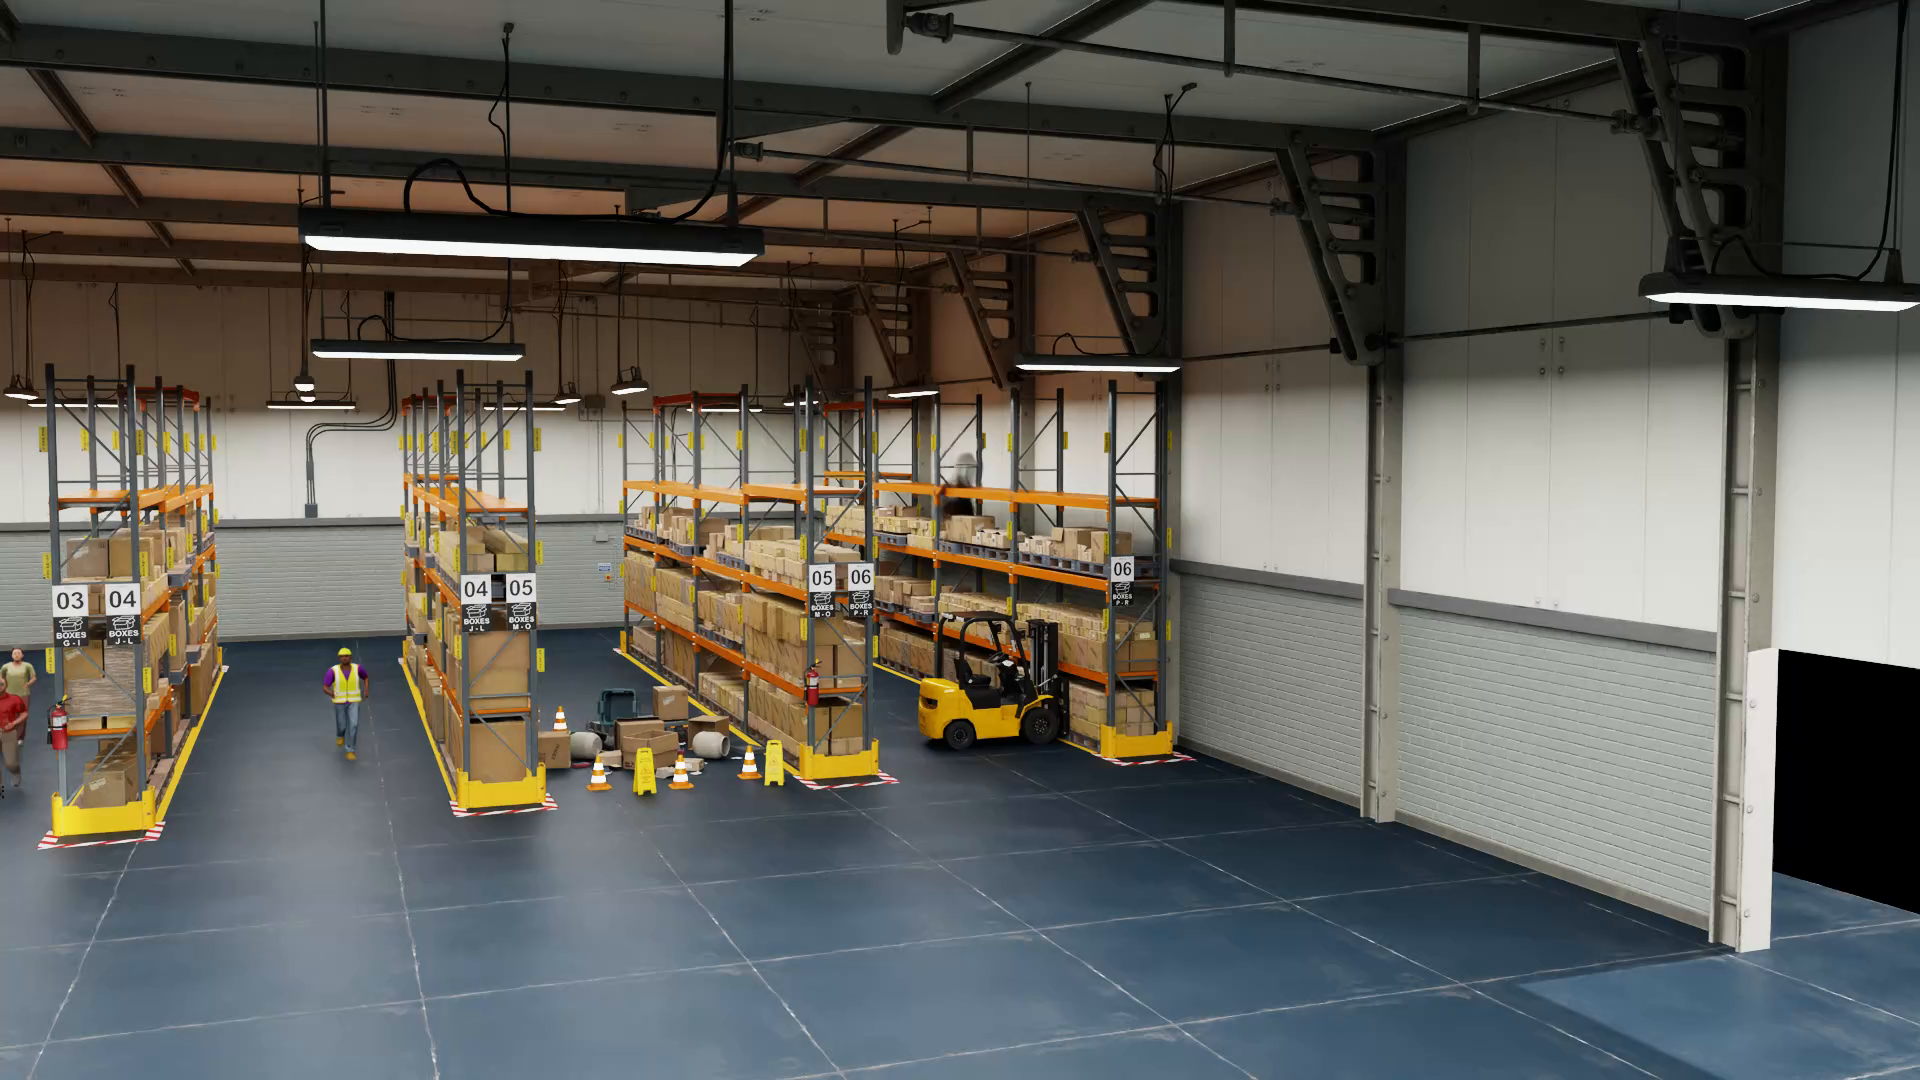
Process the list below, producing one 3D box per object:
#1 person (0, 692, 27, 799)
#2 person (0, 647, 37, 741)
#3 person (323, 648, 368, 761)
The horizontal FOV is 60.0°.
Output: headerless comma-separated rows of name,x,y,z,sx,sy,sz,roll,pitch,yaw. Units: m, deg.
person,-13.566,2.883,23.541,0.645,1.481,0.779,-1,4,-19
person,-15.566,2.554,27.465,0.573,1.574,0.517,-2,4,-30
person,-9.770,2.591,26.490,0.679,1.754,0.932,-2,4,-24
